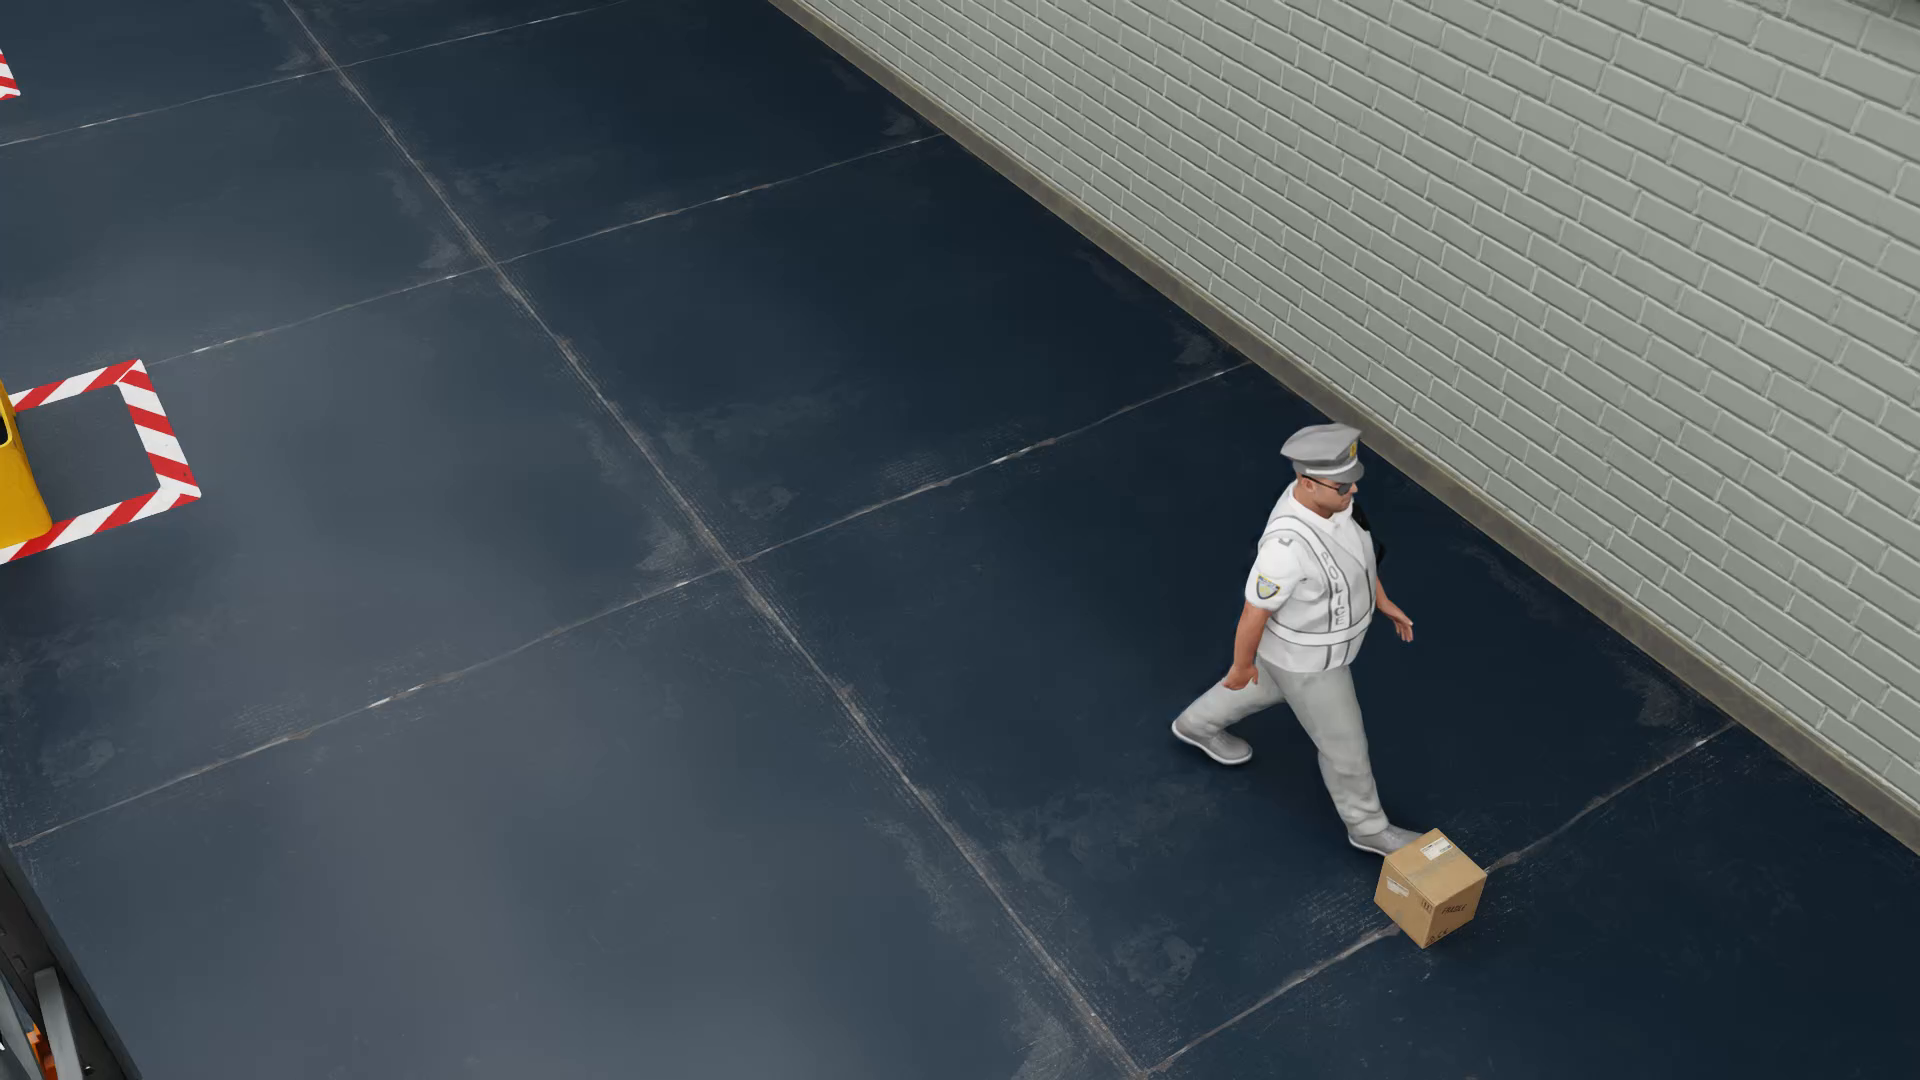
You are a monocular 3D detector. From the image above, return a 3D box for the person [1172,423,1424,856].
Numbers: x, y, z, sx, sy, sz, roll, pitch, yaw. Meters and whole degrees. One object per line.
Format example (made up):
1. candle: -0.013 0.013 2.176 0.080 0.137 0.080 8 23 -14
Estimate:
1. person: 1.285 0.328 5.768 1.071 1.708 0.544 15 43 17
